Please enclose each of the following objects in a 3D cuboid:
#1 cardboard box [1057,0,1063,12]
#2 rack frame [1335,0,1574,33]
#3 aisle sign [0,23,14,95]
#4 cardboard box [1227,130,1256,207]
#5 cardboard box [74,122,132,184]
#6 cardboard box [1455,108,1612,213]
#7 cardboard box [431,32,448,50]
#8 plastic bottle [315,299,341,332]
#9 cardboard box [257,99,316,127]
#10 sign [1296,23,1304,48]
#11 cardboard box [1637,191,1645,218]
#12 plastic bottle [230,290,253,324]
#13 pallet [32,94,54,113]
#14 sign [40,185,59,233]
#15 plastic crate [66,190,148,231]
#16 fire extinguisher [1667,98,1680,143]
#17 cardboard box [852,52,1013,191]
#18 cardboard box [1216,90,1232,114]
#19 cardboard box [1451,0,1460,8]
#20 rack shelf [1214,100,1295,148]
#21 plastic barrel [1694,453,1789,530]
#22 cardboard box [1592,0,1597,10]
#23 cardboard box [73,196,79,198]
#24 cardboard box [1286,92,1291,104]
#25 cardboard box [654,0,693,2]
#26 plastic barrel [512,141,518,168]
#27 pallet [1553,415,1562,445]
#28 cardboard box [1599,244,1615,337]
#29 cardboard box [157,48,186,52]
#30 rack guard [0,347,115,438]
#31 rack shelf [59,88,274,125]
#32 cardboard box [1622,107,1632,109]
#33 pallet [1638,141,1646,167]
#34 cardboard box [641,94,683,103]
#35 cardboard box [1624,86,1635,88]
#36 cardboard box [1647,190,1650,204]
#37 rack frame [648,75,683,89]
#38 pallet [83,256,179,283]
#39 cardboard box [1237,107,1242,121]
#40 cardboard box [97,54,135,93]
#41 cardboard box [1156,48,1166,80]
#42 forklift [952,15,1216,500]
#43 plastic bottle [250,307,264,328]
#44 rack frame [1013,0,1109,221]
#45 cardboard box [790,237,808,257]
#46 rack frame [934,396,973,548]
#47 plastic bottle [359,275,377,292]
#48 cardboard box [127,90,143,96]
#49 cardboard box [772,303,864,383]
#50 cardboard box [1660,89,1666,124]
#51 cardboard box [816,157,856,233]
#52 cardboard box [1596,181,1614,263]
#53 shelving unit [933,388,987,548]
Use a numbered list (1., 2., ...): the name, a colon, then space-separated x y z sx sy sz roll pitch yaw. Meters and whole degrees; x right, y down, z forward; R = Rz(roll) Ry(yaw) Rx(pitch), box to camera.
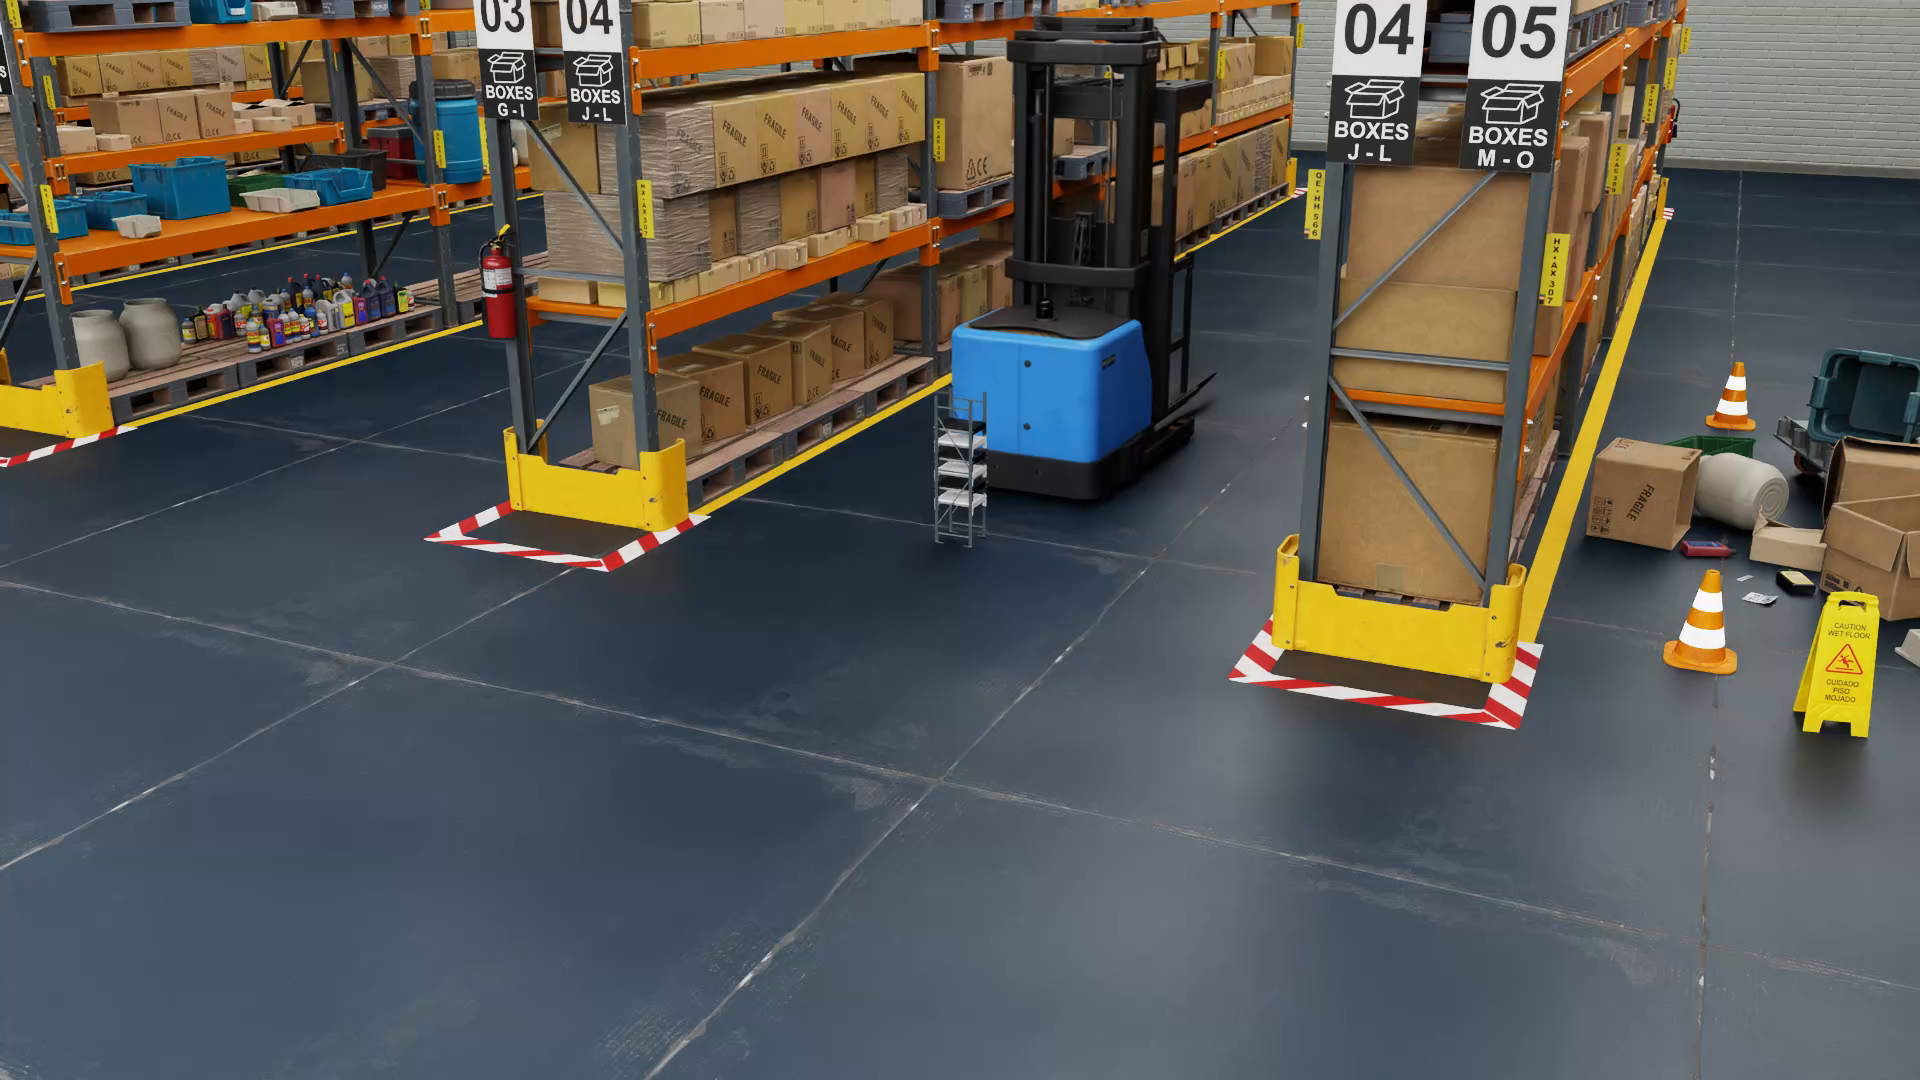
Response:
1. cardboard box: 0.604 -4.868 14.926 0.500 0.250 0.500 9 22 24
2. rack frame: 2.181 -3.680 6.887 1.000 3.000 0.127 9 21 23
3. aisle sign: -6.583 -3.407 11.193 0.394 0.787 0.004 9 21 23
4. cardboard box: 3.323 -4.896 21.804 0.875 0.875 0.875 9 21 23
5. cardboard box: -12.162 -5.441 23.374 0.750 0.750 0.750 8 21 22
6. cardboard box: 3.518 -2.364 10.303 0.875 0.550 0.550 9 21 23
7. cardboard box: -9.507 -8.479 28.887 0.980 0.700 0.700 10 22 25
8. plastic bottle: -5.465 -1.948 14.379 0.152 0.276 0.135 9 21 24
9. cardboard box: -8.251 -5.224 20.314 0.500 0.311 0.500 10 22 26
10. sign: 4.739 -7.035 23.191 0.100 0.325 0.005 9 21 23
11. cardboard box: 6.798 -3.478 17.256 0.500 0.250 0.500 10 22 25
12. plastic bottle: -6.220 -1.992 14.391 0.144 0.351 0.185 10 22 25
13. pallet: -12.778 -5.727 21.881 1.213 0.211 1.003 9 21 23
14. sign: -6.321 -2.298 11.542 0.100 0.325 0.005 9 21 23
15. plastic crate: -6.618 -2.566 12.930 0.499 0.251 0.408 9 21 23
16. fire extinguisher: 9.257 -5.546 21.759 0.296 0.674 0.183 9 21 23
17. cardboard box: -0.211 -3.492 13.789 1.000 1.000 1.000 9 21 23
18. cardboard box: 3.043 -5.411 20.486 0.500 0.250 0.500 8 21 22
19. cardboard box: 2.321 -2.774 8.416 0.380 0.149 0.250 9 21 23
20. rack shelf: 3.431 -5.506 22.047 1.077 0.370 4.000 9 21 23
21. plastic barrel: 4.754 -0.305 10.195 0.421 0.421 0.512 -9 22 -24
22. cardboard box: 2.924 -2.686 8.168 0.380 0.149 0.250 9 21 23
23. cardboard box: -9.589 -3.638 18.361 0.500 0.311 0.500 9 22 24
24. cardboard box: 4.404 -6.184 23.255 0.380 0.149 0.250 9 21 24
25. cardboard box: -1.784 -3.214 9.682 0.380 0.149 0.250 9 21 24
26. plastic barrel: -4.501 -3.786 16.344 0.301 0.262 0.301 0 20 0
27. pallet: 4.067 -1.009 12.490 1.003 0.211 1.213 9 21 23
28. cardboard box: 5.126 -2.263 14.587 1.050 0.750 0.750 8 21 22
29. cardboard box: -11.538 -7.178 23.933 0.500 0.250 0.500 8 21 22
30. rack guard: -6.833 -1.097 12.306 1.175 0.500 0.348 9 21 23
31. rack shelf: -11.764 -6.322 24.343 1.077 0.370 4.000 9 21 23
32. cardboard box: 6.035 -3.931 15.405 0.380 0.149 0.250 8 21 22
33. pallet: 6.231 -3.820 16.519 1.003 0.211 1.213 9 21 23
34. cardboard box: -2.103 -2.579 10.659 0.500 0.500 0.500 9 21 23
35. cardboard box: 7.109 -4.732 17.659 0.380 0.149 0.250 10 22 25
36. cardboard box: 7.916 -4.043 19.602 0.380 0.149 0.250 9 21 24
37. rack frame: -3.545 -4.690 18.680 1.000 3.000 0.127 9 21 23
38. pallet: -9.434 -3.065 18.272 1.003 0.211 1.213 9 21 23
39. cardboard box: 3.357 -5.401 21.055 0.380 0.149 0.250 8 21 21
40. cardboard box: -11.928 -6.518 23.198 0.500 0.500 0.500 9 22 24
41. cardboard box: 1.826 -5.156 18.345 0.797 0.503 0.637 9 22 24
42. forklift: 1.034 -2.086 11.459 1.130 2.935 3.031 9 22 25
43. plastic bottle: -6.092 -1.919 14.407 0.097 0.201 0.097 0 20 0
44. rack frame: 0.974 -4.011 16.770 1.000 3.000 0.127 9 21 23
45. cardboard box: -1.284 -2.041 11.606 0.380 0.149 0.250 9 21 23
46. rack frame: -0.038 -0.395 9.738 0.240 0.900 0.006 9 21 23
47. plastic bottle: -5.315 -2.210 15.003 0.144 0.351 0.185 9 21 23
48. cardboard box: -11.851 -6.329 23.634 0.380 0.149 0.250 9 21 24
49. cardboard box: -1.092 -1.515 12.856 0.500 0.500 0.500 17 26 40
50. cardboard box: 7.724 -4.978 18.897 0.500 0.500 0.500 9 21 23
51. cardboard box: -1.255 -2.531 12.017 0.875 0.500 0.500 9 21 23
52. cardboard box: 4.280 -2.247 11.662 0.500 0.500 0.500 9 21 23
53. shelving unit: 0.003 -0.426 9.825 0.258 0.900 0.210 9 21 23
